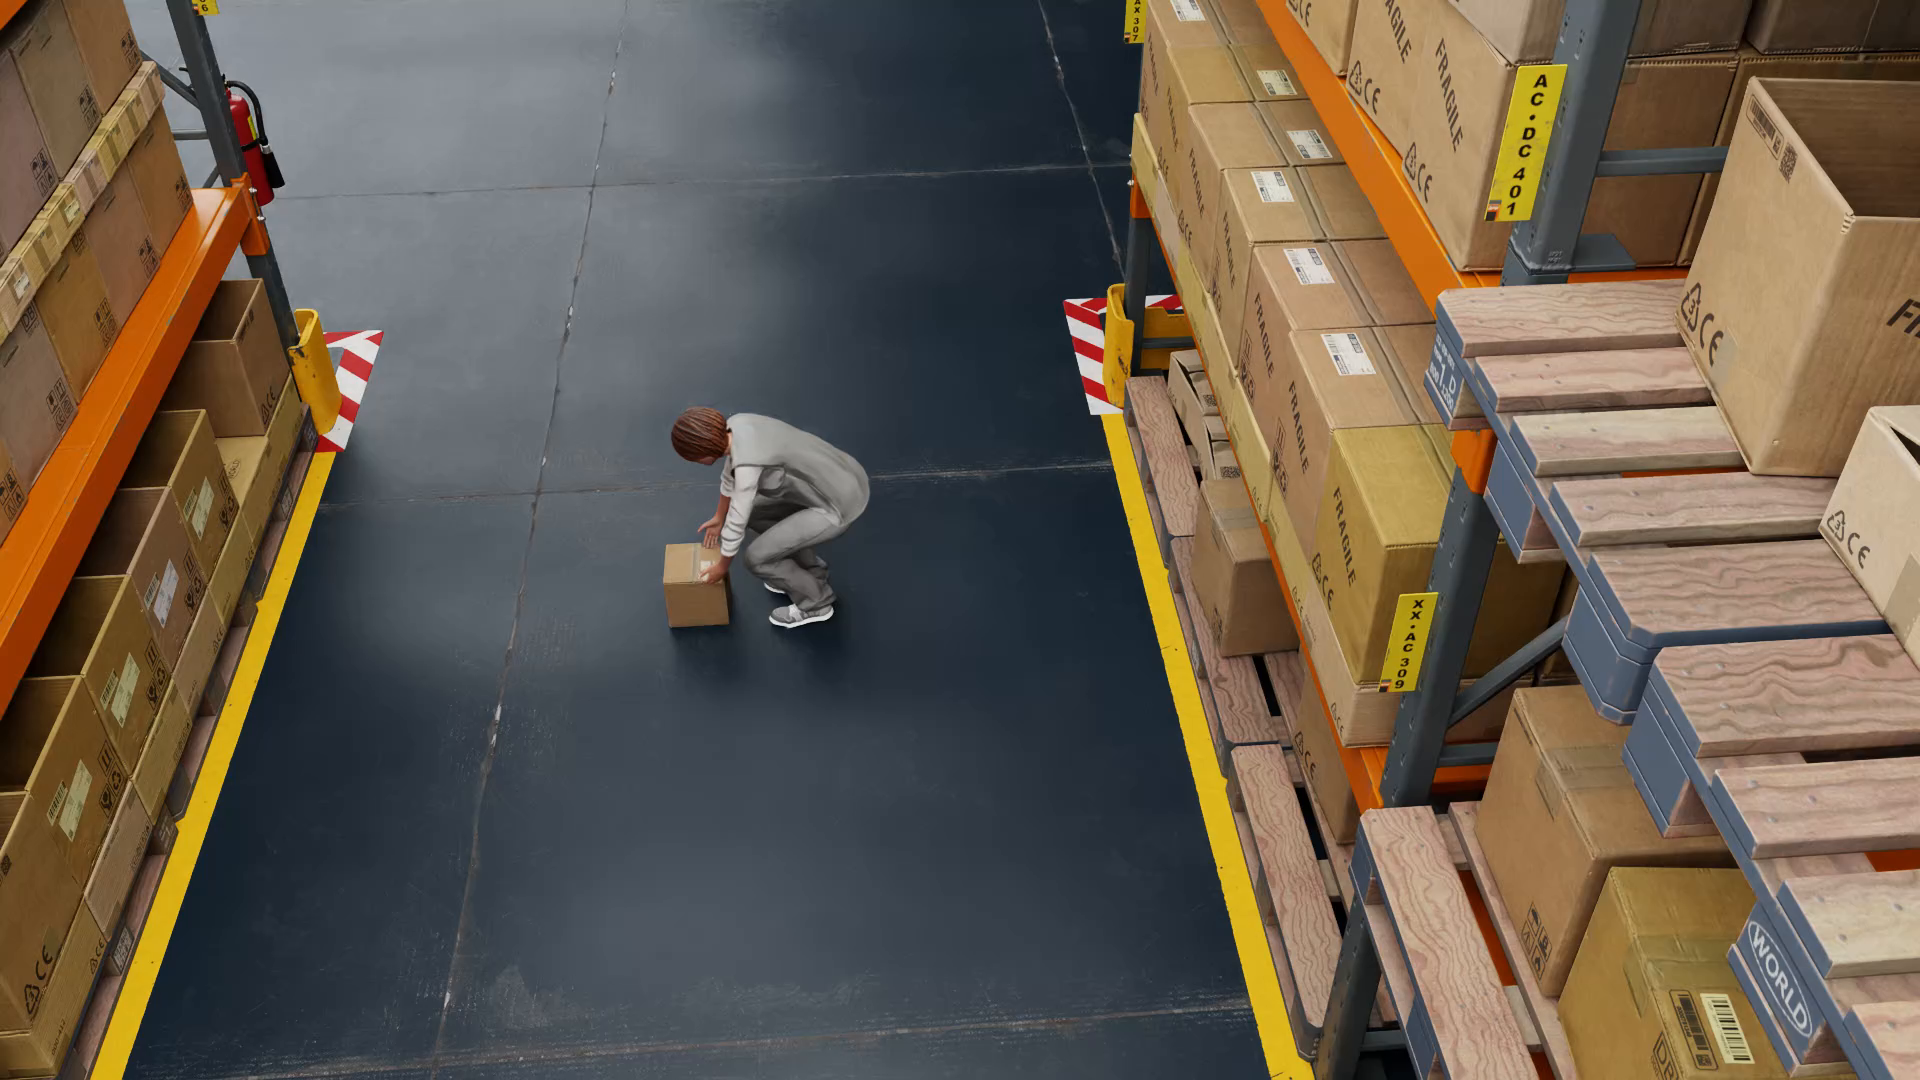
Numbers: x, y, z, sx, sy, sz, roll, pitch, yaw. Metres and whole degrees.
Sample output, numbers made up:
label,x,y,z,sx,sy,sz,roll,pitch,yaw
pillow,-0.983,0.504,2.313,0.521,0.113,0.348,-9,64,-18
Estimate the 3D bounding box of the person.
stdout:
label,x,y,z,sx,sy,sz,roll,pitch,yaw
person,-0.764,-0.053,6.791,0.794,0.880,0.440,-3,40,-4
